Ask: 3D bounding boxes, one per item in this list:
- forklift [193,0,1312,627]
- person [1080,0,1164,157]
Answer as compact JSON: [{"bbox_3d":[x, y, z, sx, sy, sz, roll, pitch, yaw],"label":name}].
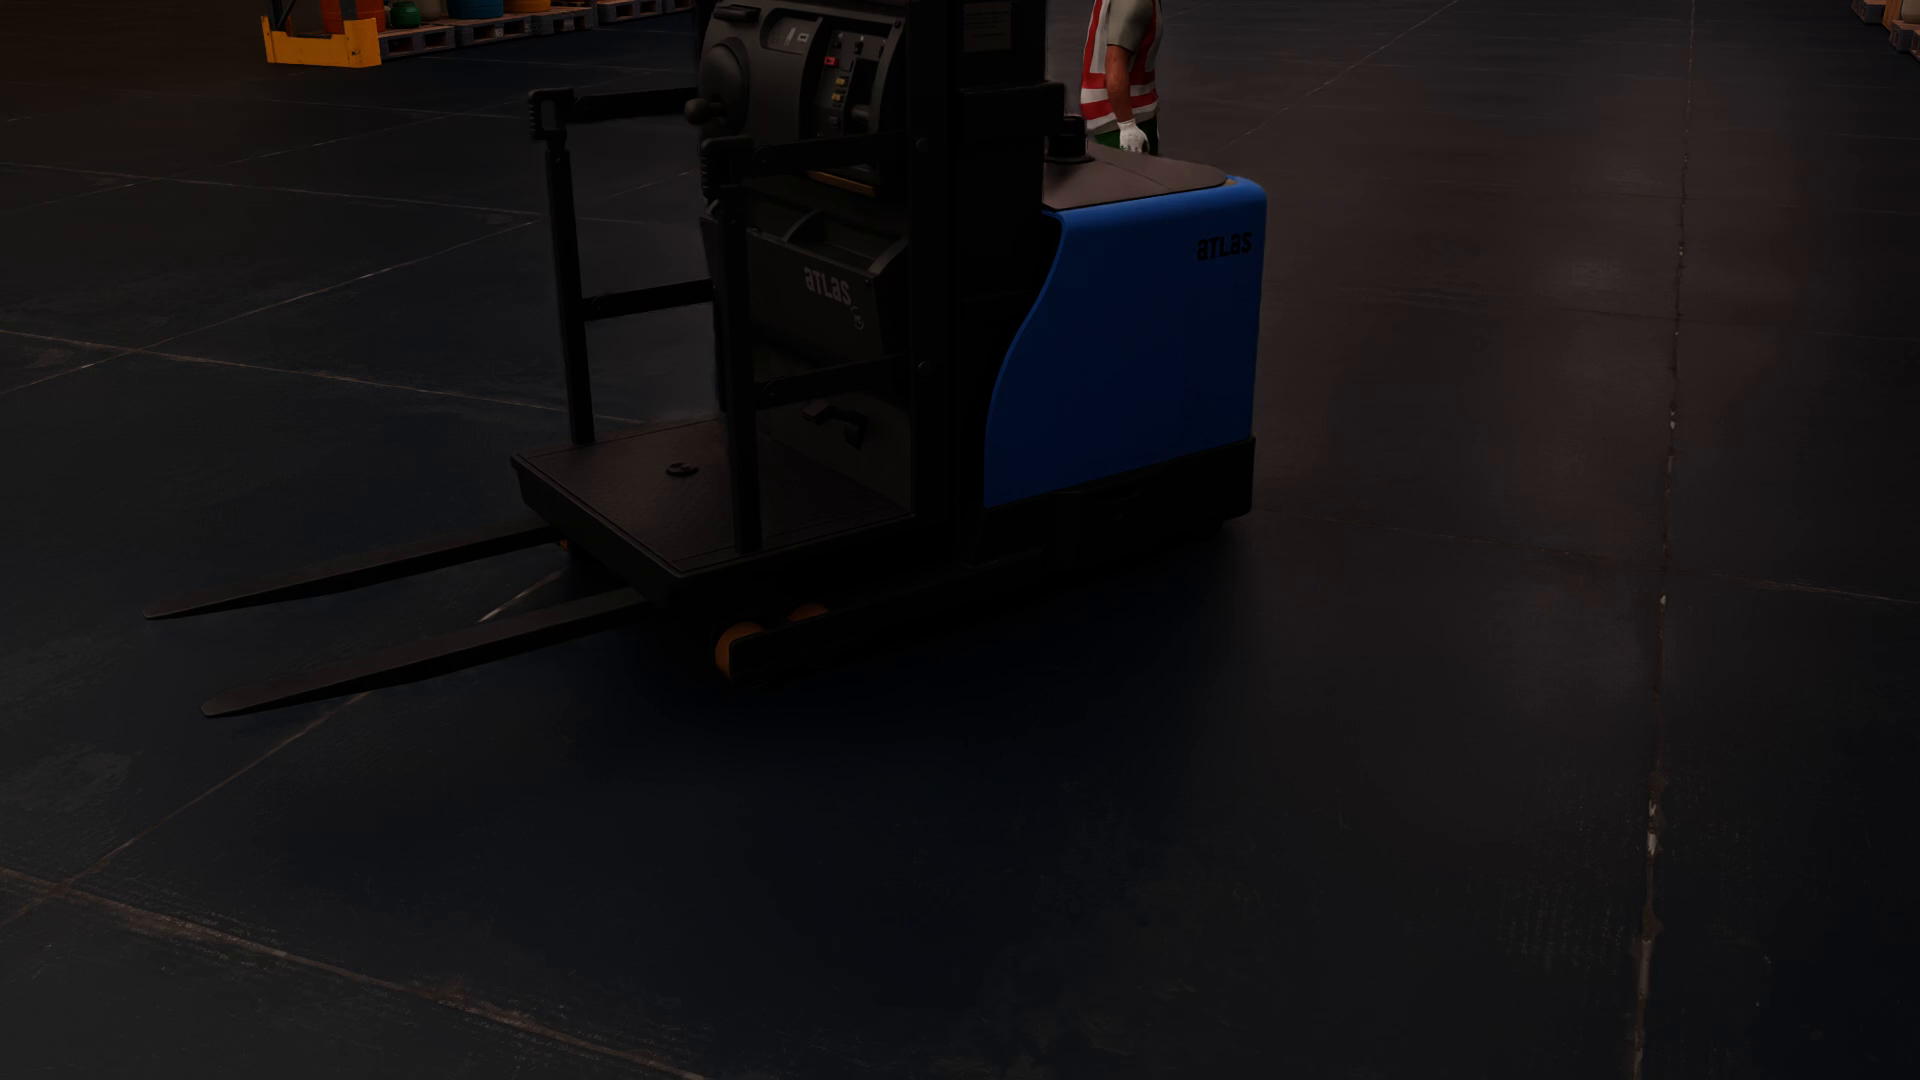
[{"bbox_3d":[-0.608,-1.330,4.473,3.031,2.935,1.130,-2,23,-5],"label":"forklift"},{"bbox_3d":[0.729,-1.724,6.916,0.453,1.778,0.616,5,23,11],"label":"person"}]
